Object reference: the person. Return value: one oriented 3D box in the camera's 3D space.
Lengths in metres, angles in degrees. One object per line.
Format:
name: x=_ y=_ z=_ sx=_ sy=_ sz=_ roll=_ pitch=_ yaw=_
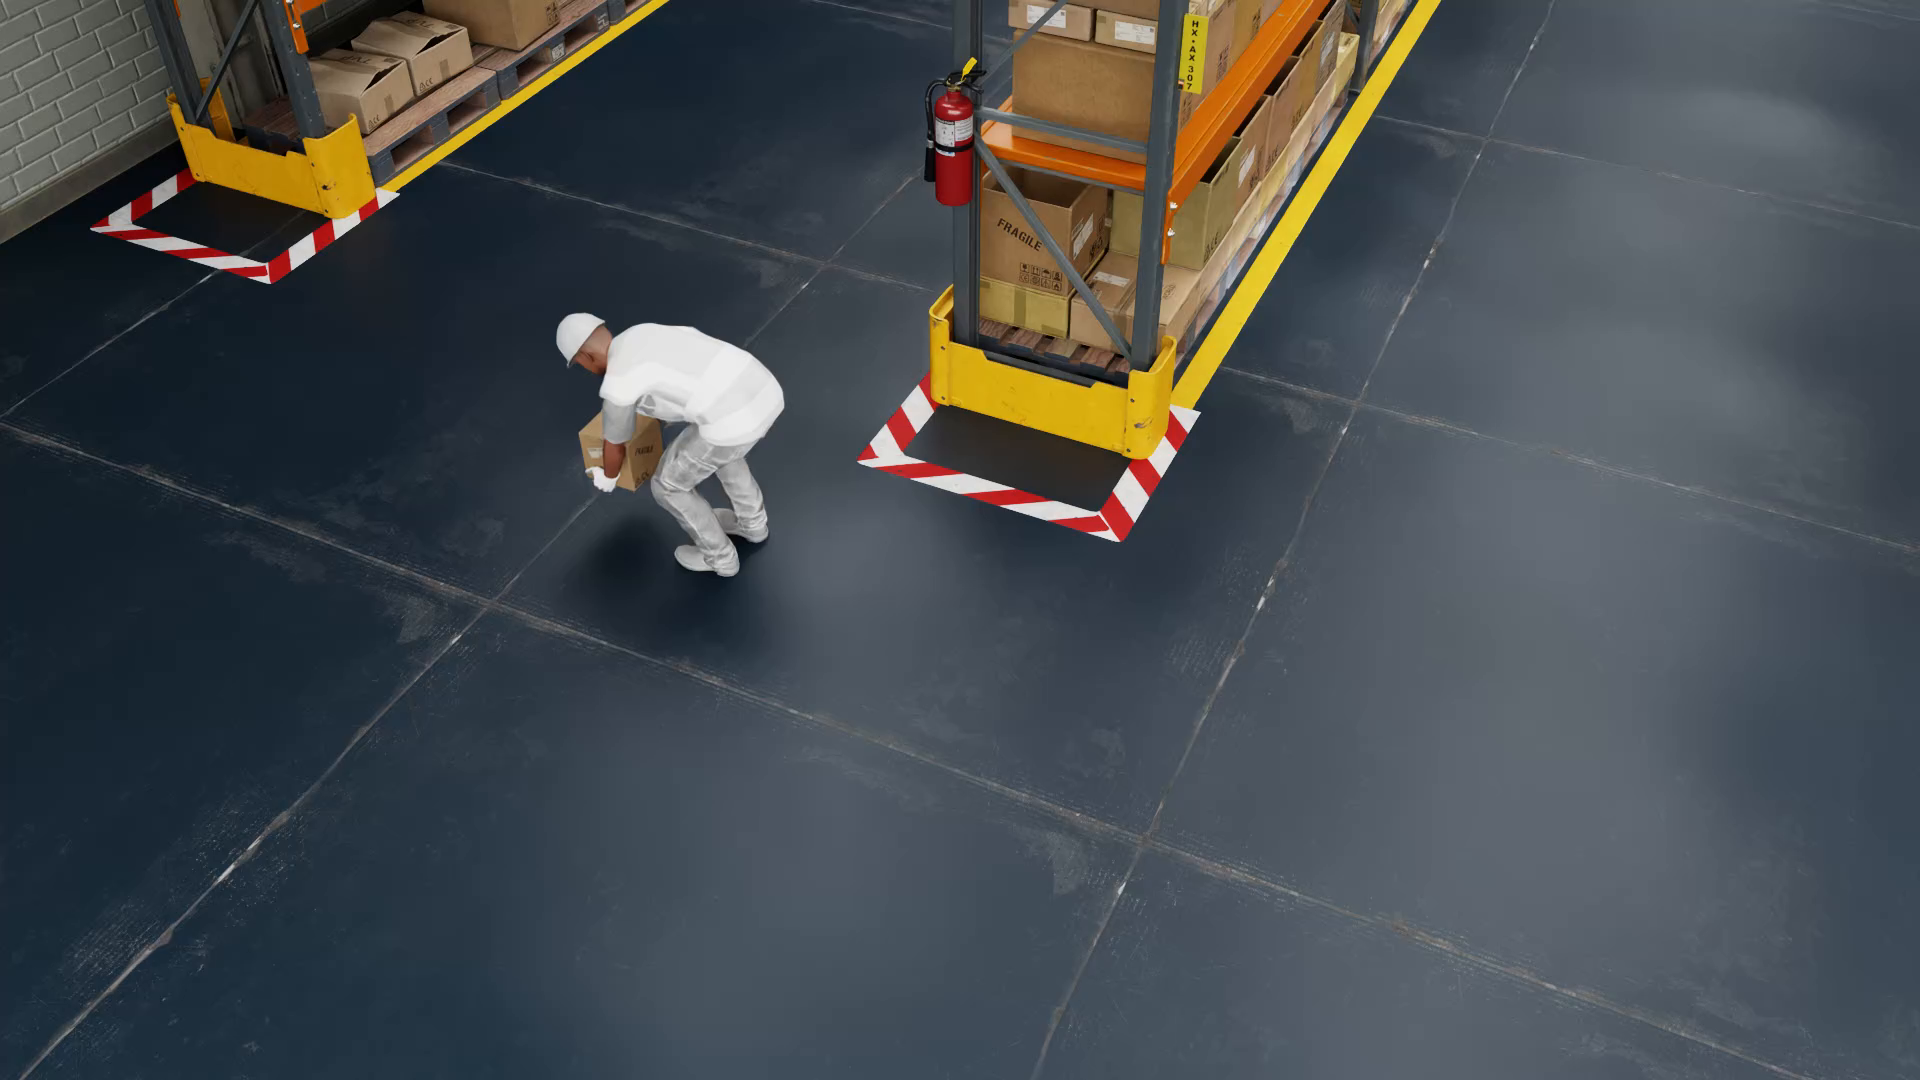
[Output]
person: x=-1.232 y=-0.424 z=7.132 sx=0.958 sy=1.103 sz=0.534 roll=15 pitch=44 yaw=16
